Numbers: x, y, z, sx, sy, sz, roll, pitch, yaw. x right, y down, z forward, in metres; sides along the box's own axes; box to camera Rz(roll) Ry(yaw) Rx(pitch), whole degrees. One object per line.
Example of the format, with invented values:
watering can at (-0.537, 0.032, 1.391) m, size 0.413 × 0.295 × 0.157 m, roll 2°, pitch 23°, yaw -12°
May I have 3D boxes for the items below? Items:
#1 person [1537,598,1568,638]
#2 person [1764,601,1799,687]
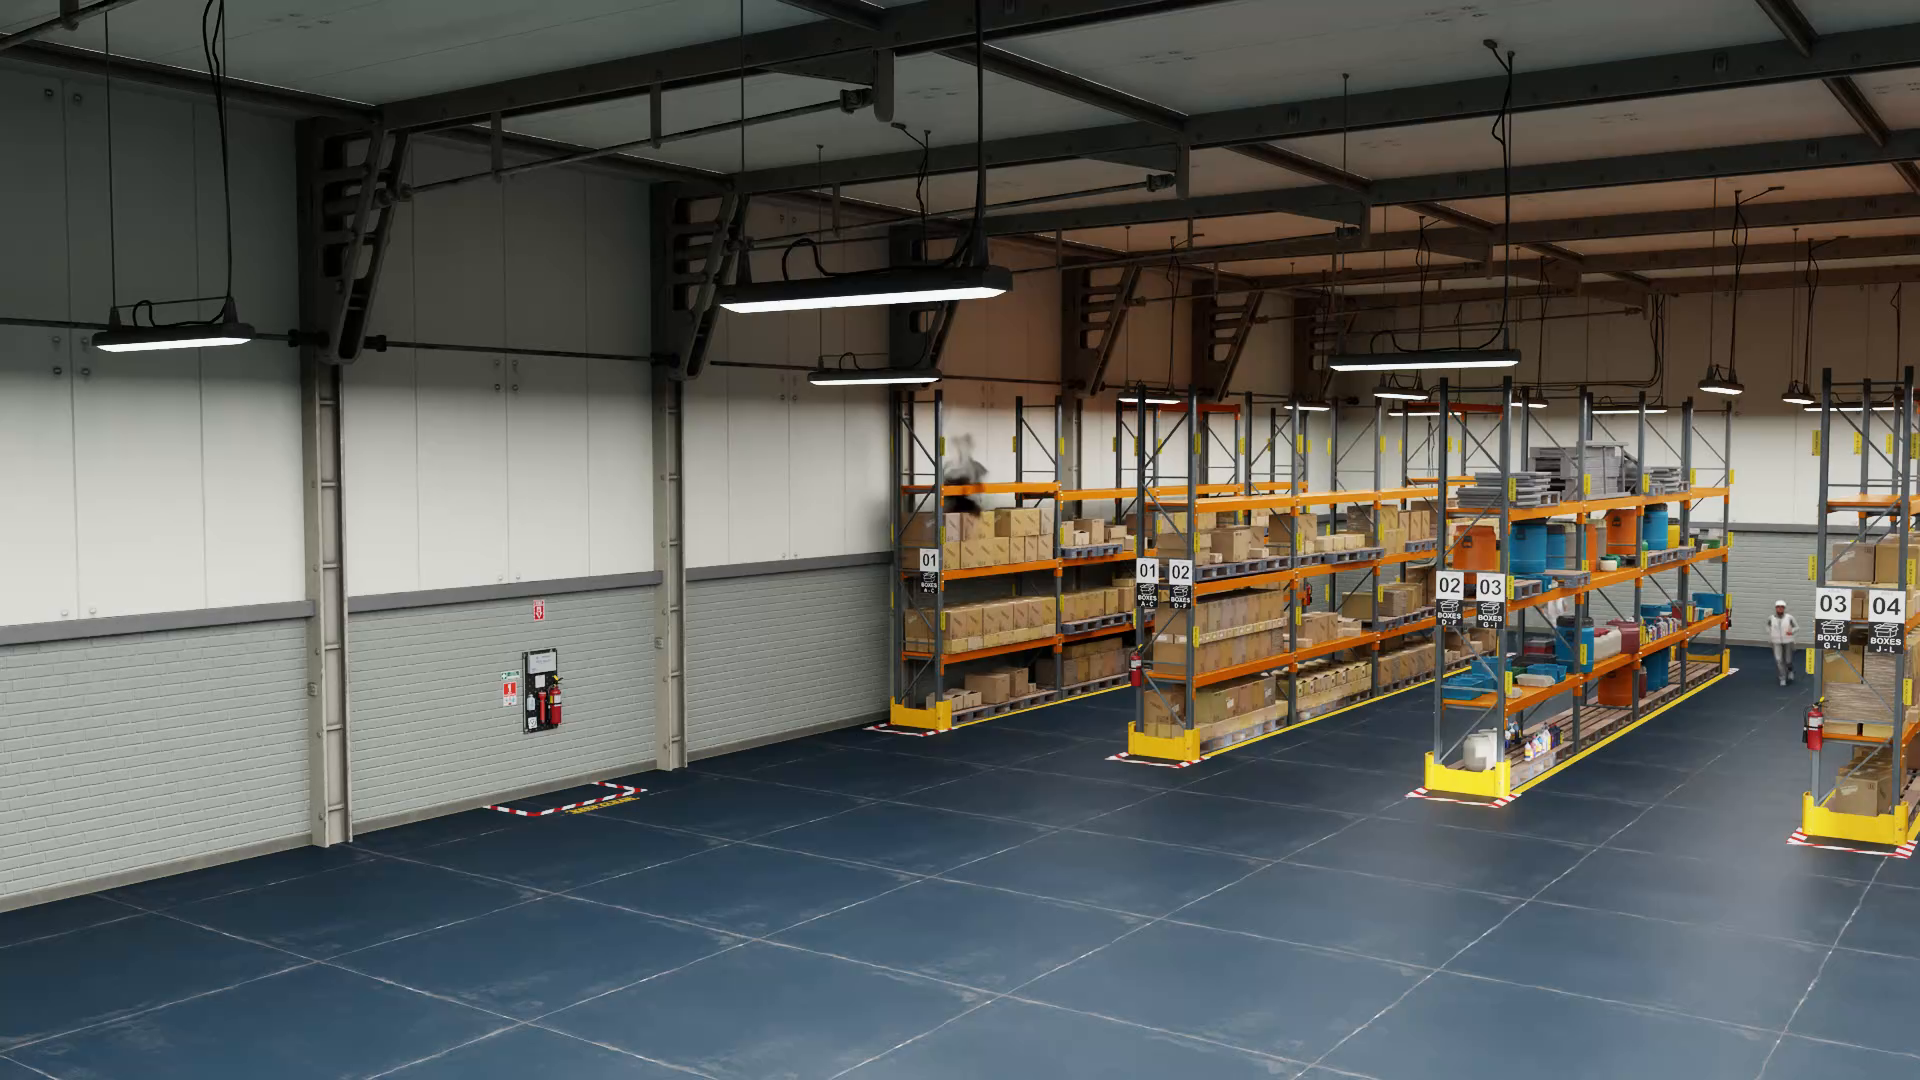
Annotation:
person at (13.860, 1.949, 38.839) m, size 0.678 × 1.742 × 0.940 m, roll 0°, pitch 3°, yaw -3°
person at (17.291, 2.168, 35.014) m, size 0.674 × 1.765 × 0.806 m, roll 2°, pitch 4°, yaw 30°
